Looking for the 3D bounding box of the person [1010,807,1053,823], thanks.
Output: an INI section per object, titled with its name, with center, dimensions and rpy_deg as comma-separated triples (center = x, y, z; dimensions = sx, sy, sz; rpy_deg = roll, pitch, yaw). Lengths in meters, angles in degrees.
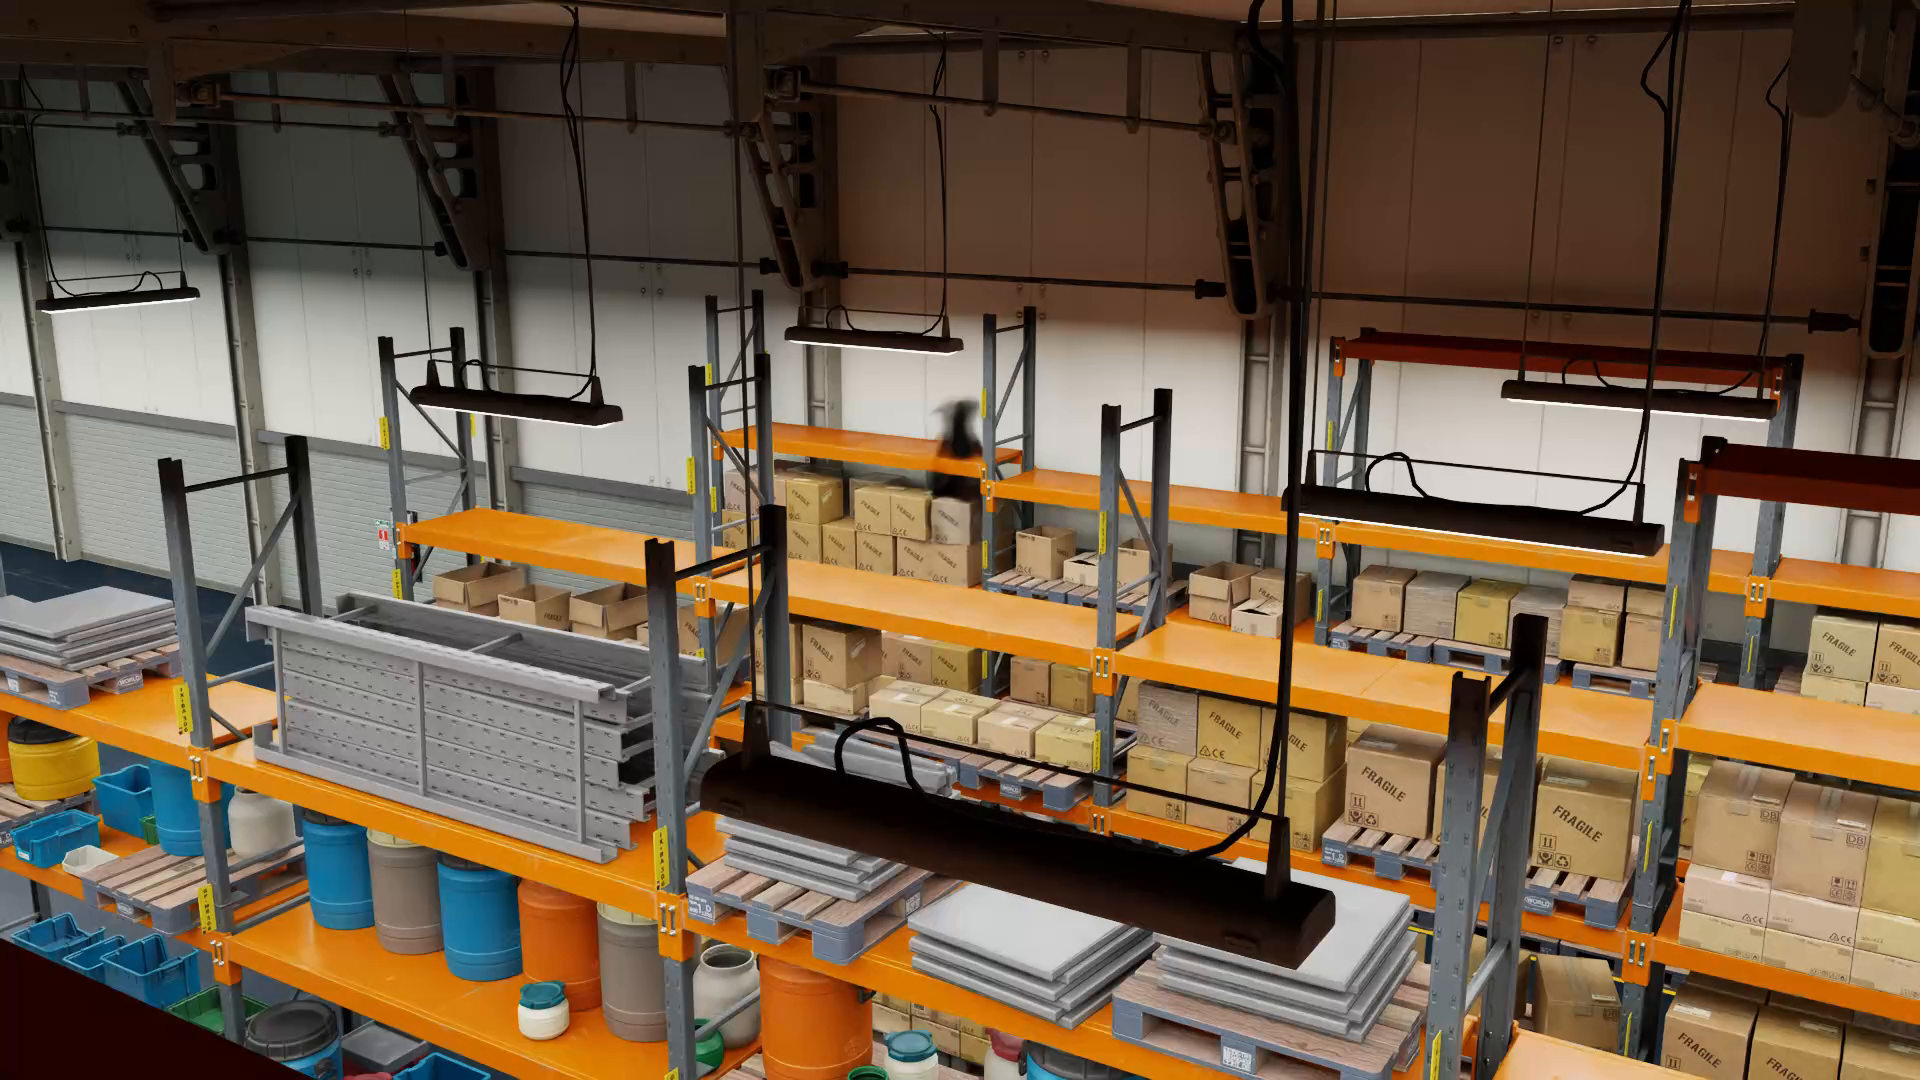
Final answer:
[person]
center = 0.898, 2.954, 17.801
dimensions = 0.685, 1.670, 0.814
rpy_deg = 8, 16, 31
